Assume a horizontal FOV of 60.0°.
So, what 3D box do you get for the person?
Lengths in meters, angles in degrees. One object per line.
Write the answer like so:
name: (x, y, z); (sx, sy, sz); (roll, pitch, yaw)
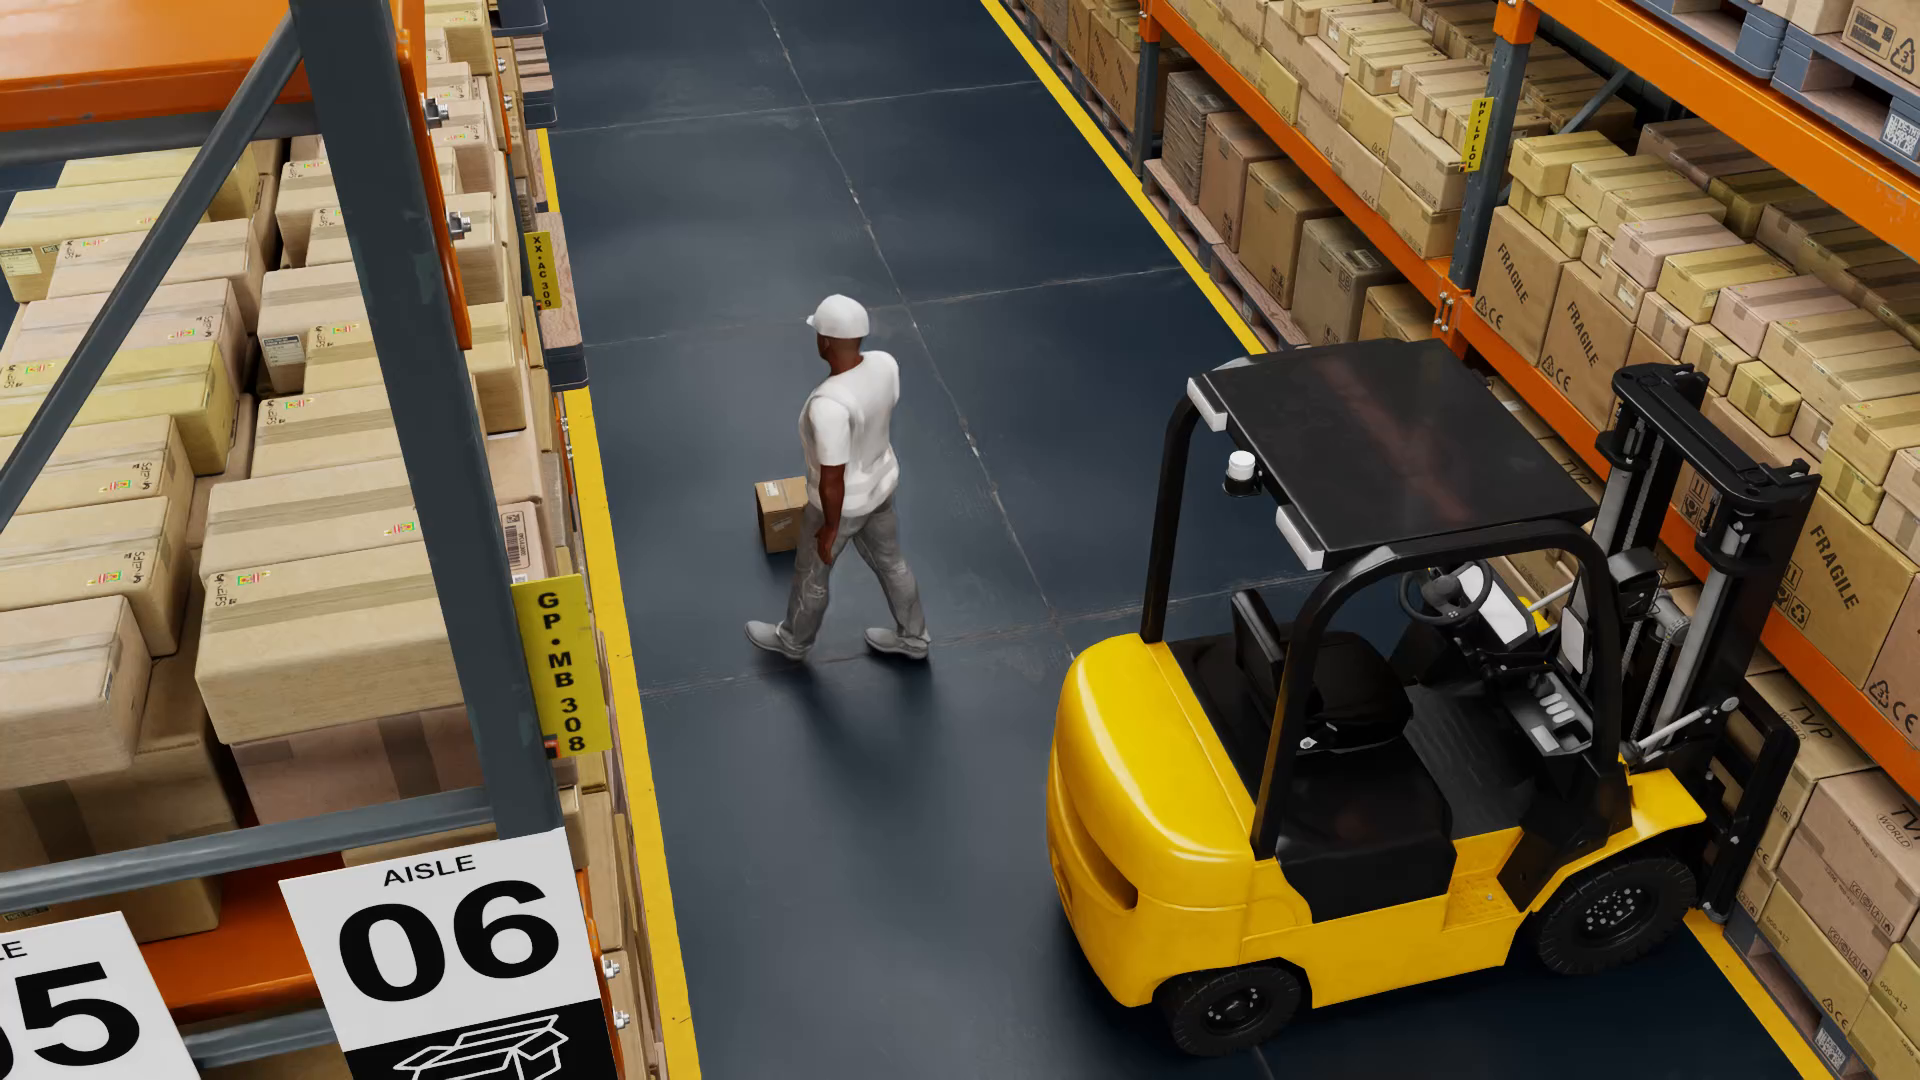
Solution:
person: (-0.583, -0.371, 7.162); (0.583, 1.765, 0.585); (28, 46, 31)
